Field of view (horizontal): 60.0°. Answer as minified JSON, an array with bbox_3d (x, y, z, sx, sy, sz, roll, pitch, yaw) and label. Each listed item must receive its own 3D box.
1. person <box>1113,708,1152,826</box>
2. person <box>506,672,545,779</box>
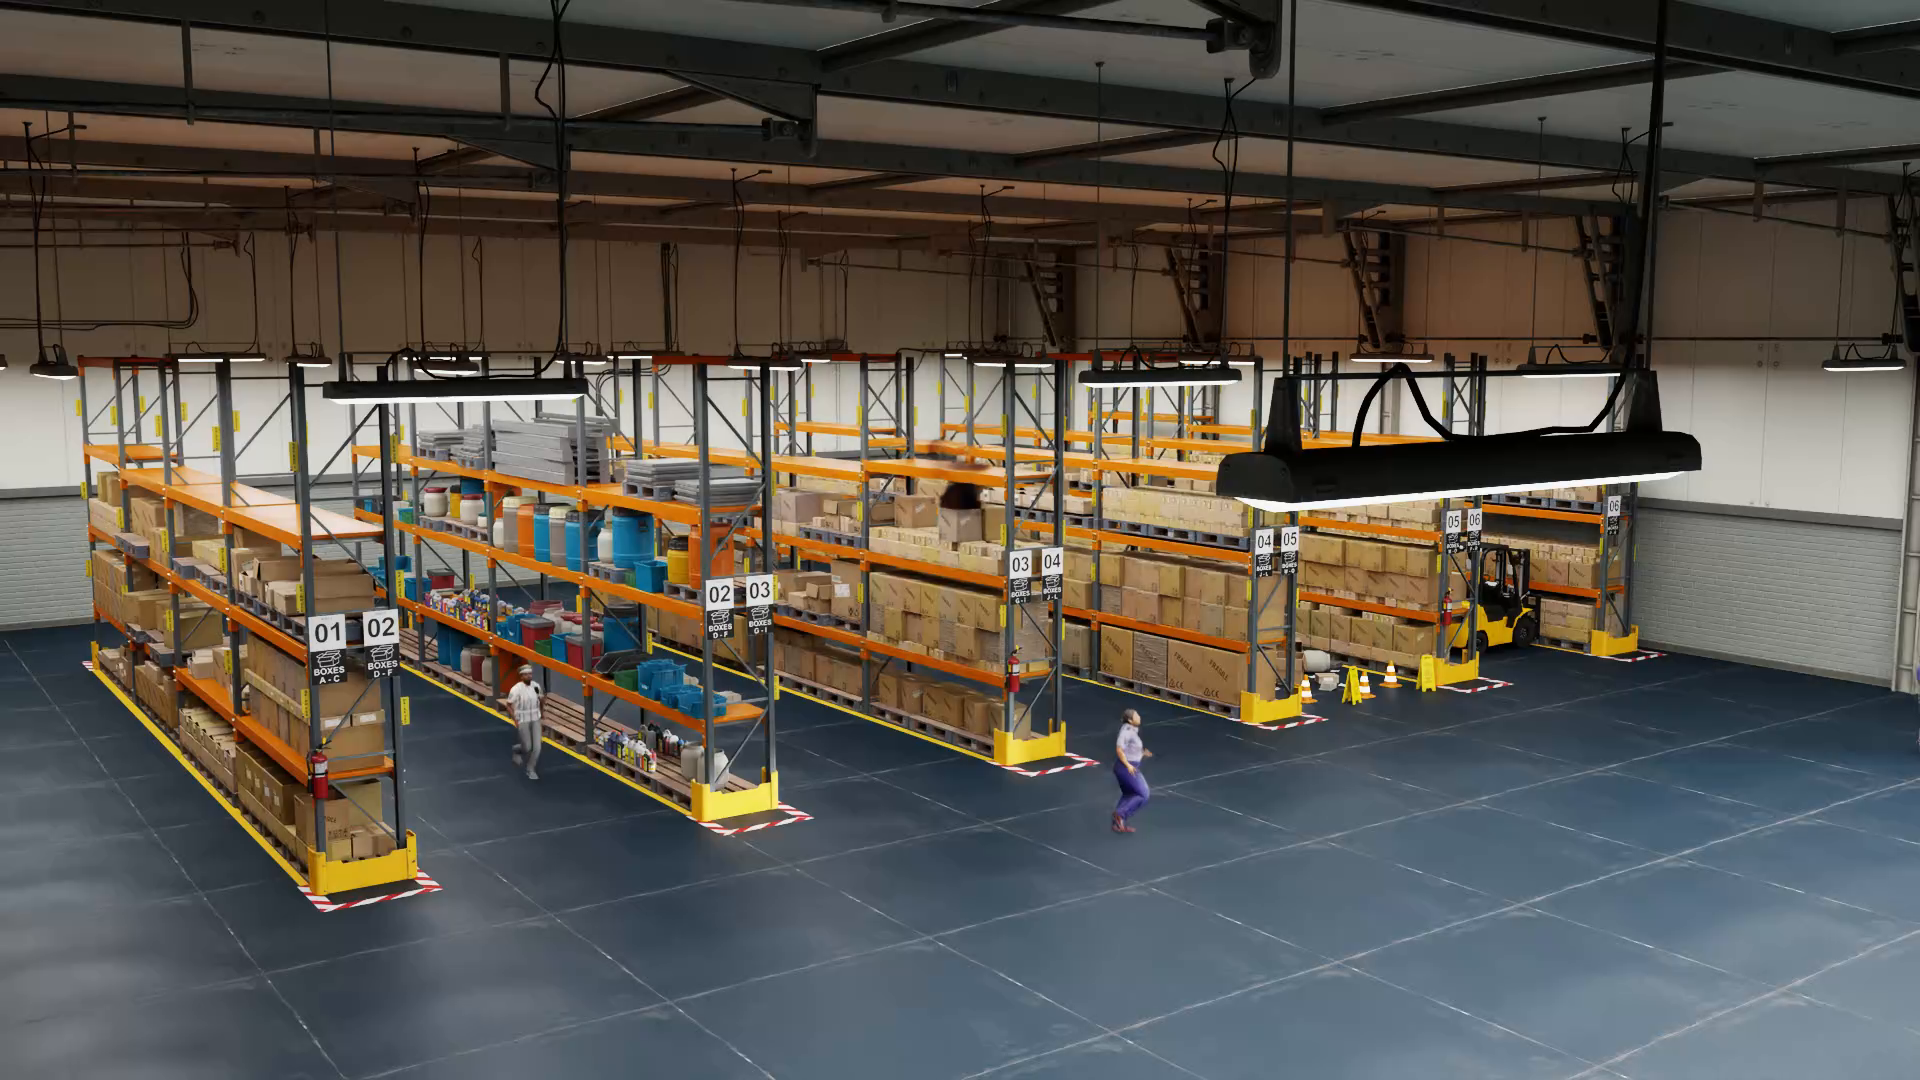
[{"bbox_3d":[2.222,2.922,21.348,0.524,1.529,0.591,0,7,-4],"label":"person"},{"bbox_3d":[-6.278,2.628,24.122,0.583,1.618,0.593,-5,8,-35],"label":"person"}]
